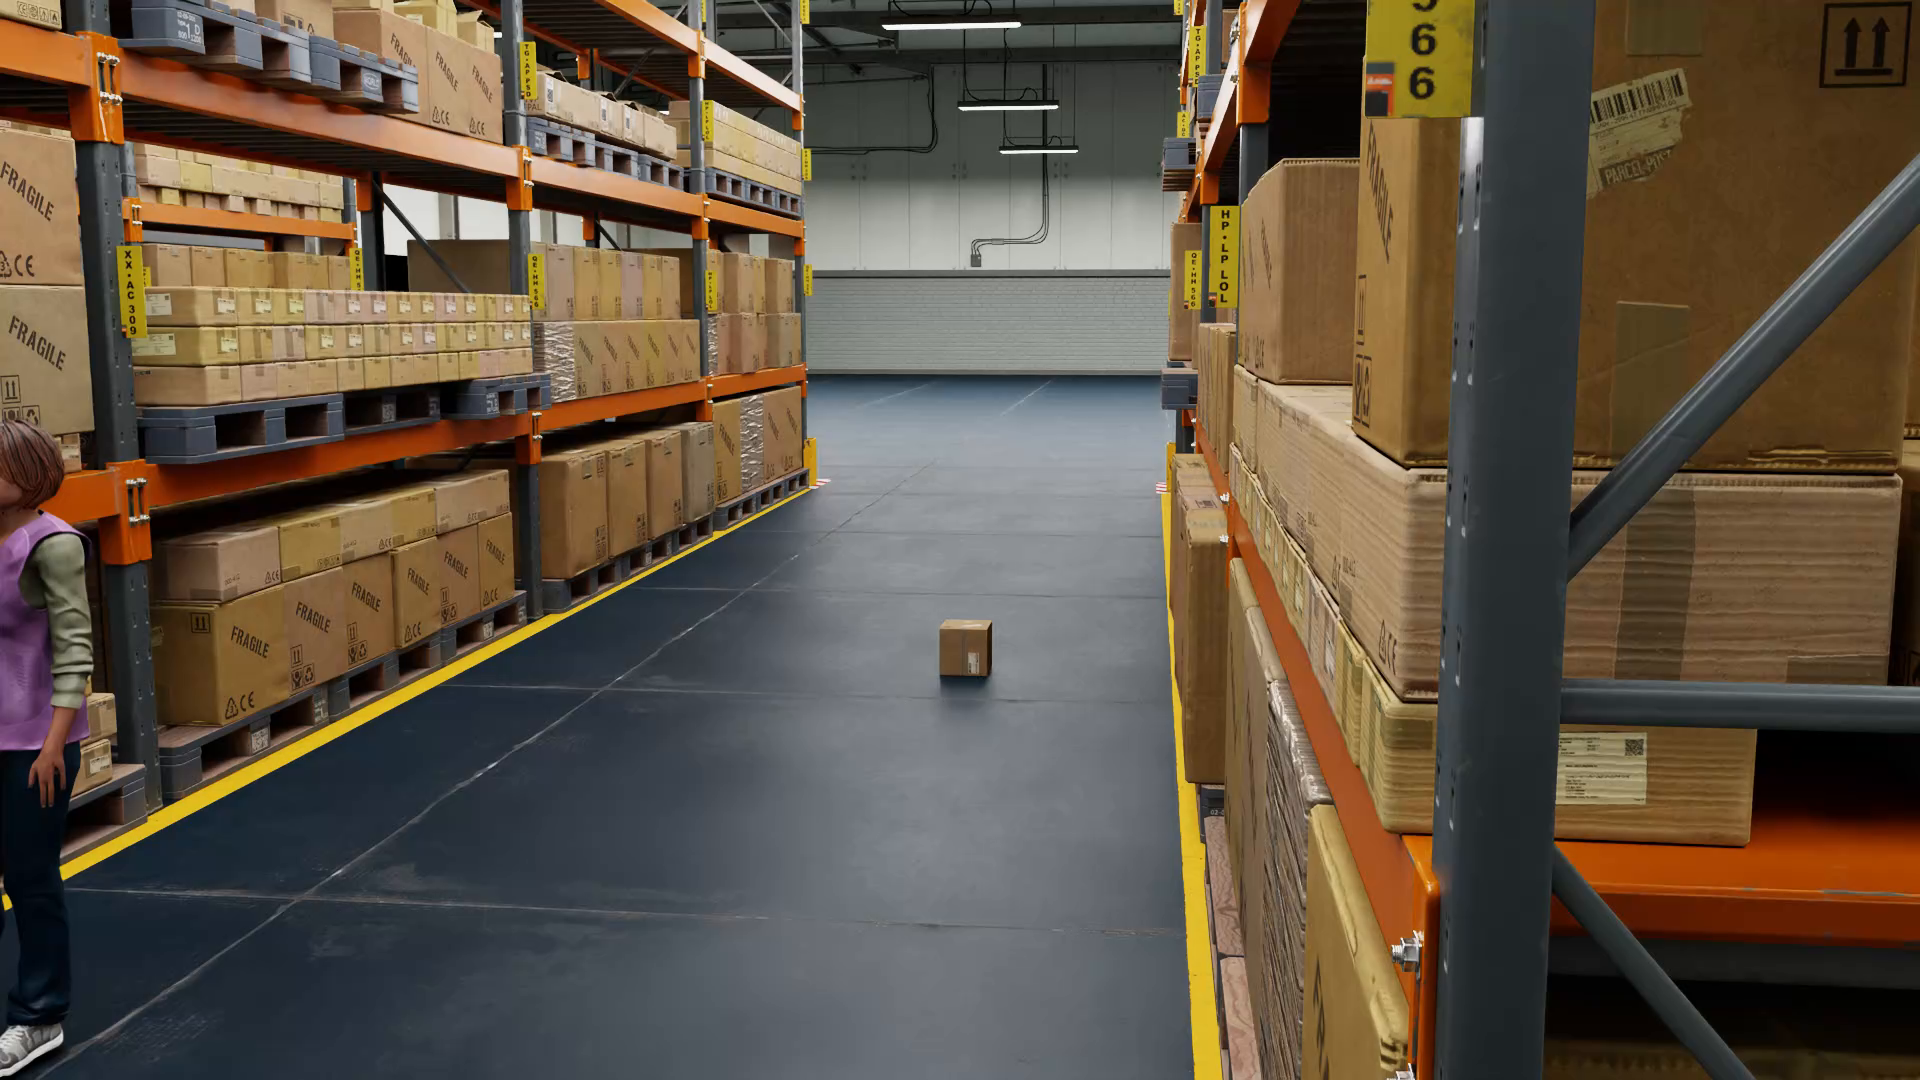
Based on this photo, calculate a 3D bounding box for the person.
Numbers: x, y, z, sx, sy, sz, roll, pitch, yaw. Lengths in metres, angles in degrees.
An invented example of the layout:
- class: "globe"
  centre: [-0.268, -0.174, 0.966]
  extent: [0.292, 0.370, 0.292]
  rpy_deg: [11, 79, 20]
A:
- class: "person"
  centre: [-2.373, 0.512, 4.037]
  extent: [0.508, 1.601, 0.466]
  rpy_deg: [4, 9, 28]
